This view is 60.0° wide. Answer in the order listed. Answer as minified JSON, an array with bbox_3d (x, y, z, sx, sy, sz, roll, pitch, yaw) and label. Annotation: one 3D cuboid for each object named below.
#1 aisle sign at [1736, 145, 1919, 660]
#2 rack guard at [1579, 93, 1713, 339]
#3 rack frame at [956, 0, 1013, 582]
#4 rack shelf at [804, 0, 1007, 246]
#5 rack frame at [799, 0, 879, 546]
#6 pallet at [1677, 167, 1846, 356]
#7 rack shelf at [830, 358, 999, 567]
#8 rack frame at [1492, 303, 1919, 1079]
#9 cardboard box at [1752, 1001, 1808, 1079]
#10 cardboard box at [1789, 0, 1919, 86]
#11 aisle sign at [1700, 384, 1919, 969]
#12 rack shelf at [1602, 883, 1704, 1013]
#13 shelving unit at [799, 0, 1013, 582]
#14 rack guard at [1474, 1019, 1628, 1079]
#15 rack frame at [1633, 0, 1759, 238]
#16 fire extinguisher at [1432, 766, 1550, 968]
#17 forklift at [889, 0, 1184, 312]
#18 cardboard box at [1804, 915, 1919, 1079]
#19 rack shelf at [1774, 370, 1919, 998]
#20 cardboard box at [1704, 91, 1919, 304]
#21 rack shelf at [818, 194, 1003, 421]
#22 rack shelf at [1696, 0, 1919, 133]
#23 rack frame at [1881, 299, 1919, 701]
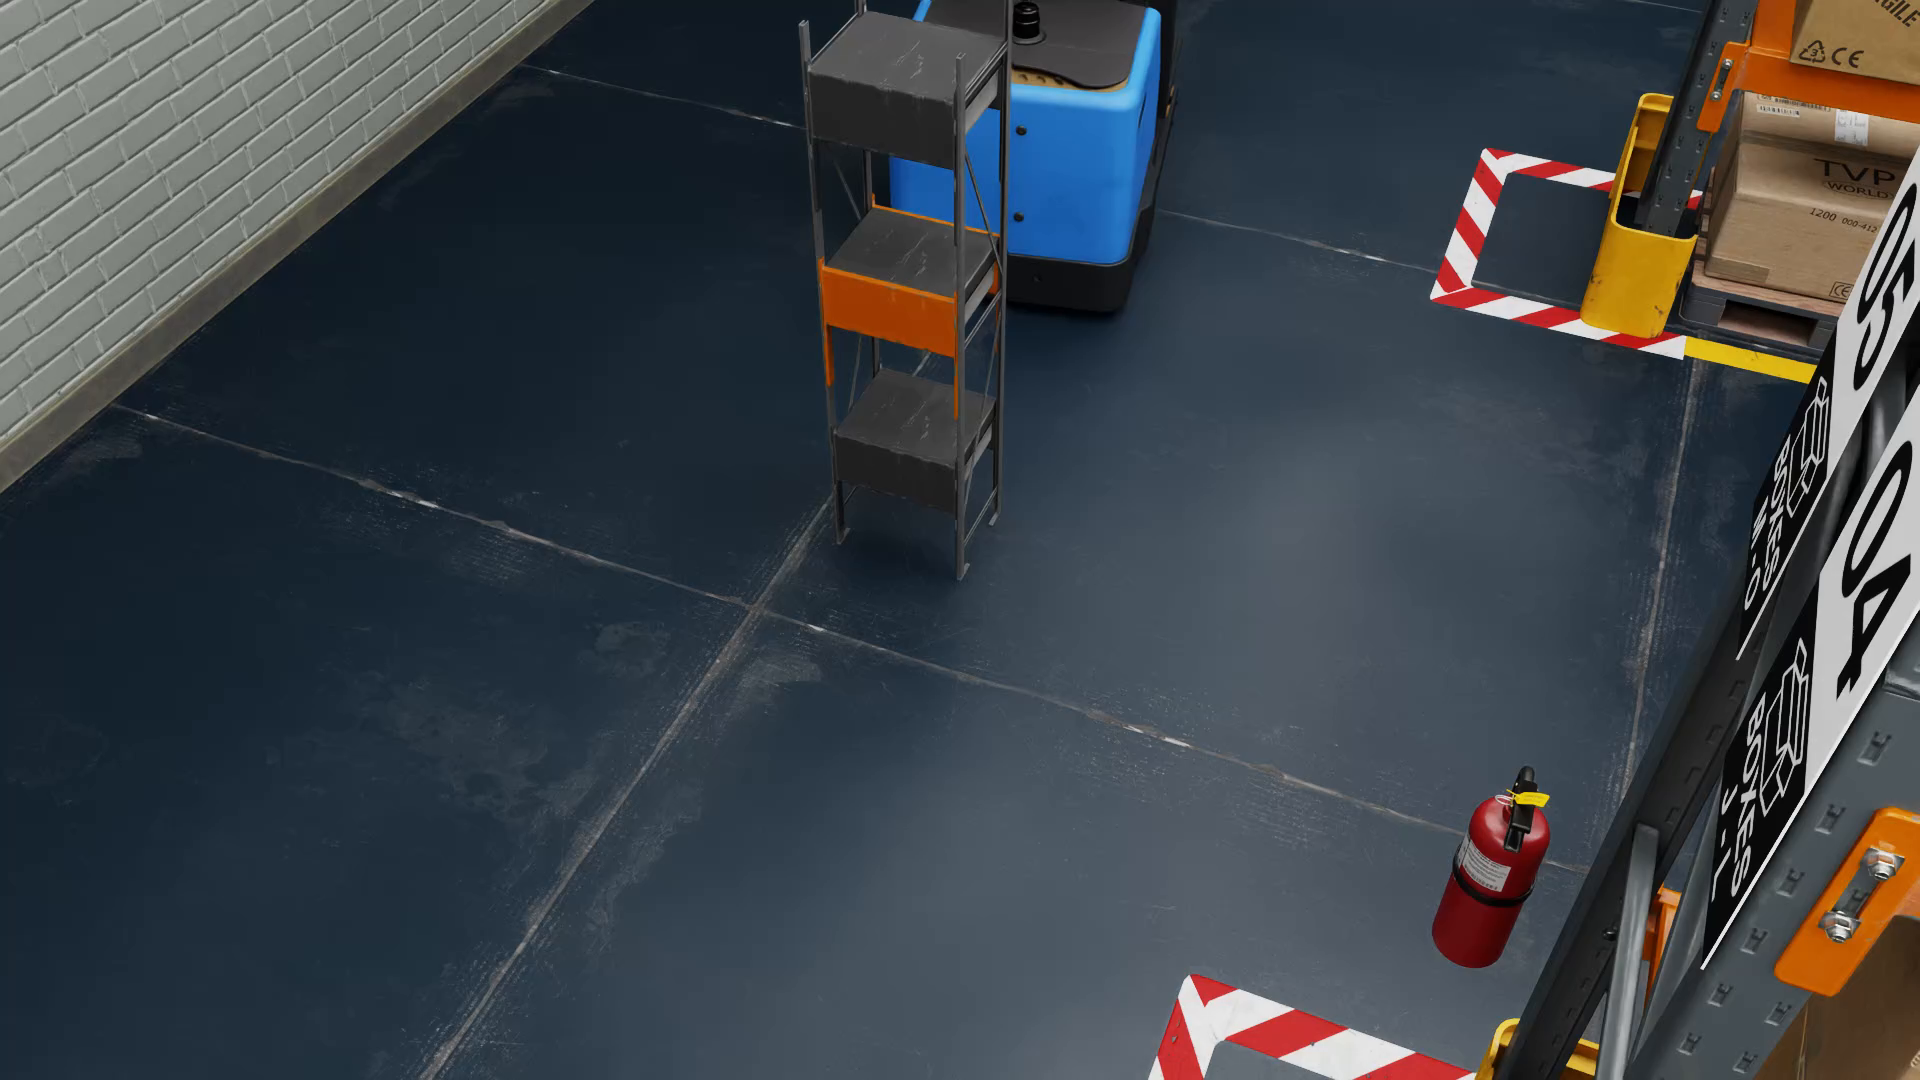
[{"bbox_3d":[1.313,-0.216,2.498,0.004,0.787,0.394,16,47,16],"label":"aisle sign"},{"bbox_3d":[3.055,-1.450,7.353,0.348,0.500,1.175,16,47,16],"label":"rack guard"},{"bbox_3d":[0.072,-0.723,5.488,0.015,2.100,0.400,16,47,16],"label":"rack frame"},{"bbox_3d":[-0.153,-1.276,5.070,0.480,0.518,0.431,16,47,16],"label":"rack shelf"},{"bbox_3d":[-0.378,-0.856,5.621,0.015,2.100,0.400,16,47,16],"label":"rack frame"},{"bbox_3d":[3.845,-1.175,7.281,1.213,0.211,1.003,16,47,16],"label":"pallet"},{"bbox_3d":[-0.153,-0.283,6.058,0.480,0.518,0.431,16,47,16],"label":"rack shelf"},{"bbox_3d":[1.264,0.920,3.198,0.127,3.000,1.000,16,47,16],"label":"rack frame"},{"bbox_3d":[1.572,1.081,2.755,0.500,0.500,0.500,19,48,18],"label":"cardboard box"},{"bbox_3d":[3.409,-2.047,6.110,0.500,0.500,0.500,16,47,16],"label":"cardboard box"},{"bbox_3d":[1.082,0.174,2.105,0.004,0.787,0.394,16,47,16],"label":"aisle sign"},{"bbox_3d":[3.110,1.719,2.906,4.000,0.370,1.077,16,47,16],"label":"rack shelf"},{"bbox_3d":[-0.153,-0.789,5.555,0.503,2.100,0.431,16,47,16],"label":"shelving unit"},{"bbox_3d":[1.335,1.827,4.059,0.348,0.500,1.175,16,47,16],"label":"rack guard"},{"bbox_3d":[3.077,-2.329,6.464,0.127,3.000,1.000,16,47,16],"label":"rack frame"},{"bbox_3d":[1.210,0.711,3.728,0.183,0.674,0.296,16,47,16],"label":"fire extinguisher"},{"bbox_3d":[0.489,-3.071,7.259,1.130,2.935,3.031,8,45,8],"label":"forklift"},{"bbox_3d":[1.577,0.720,2.409,0.500,0.500,0.500,16,47,16],"label":"cardboard box"},{"bbox_3d":[3.110,0.655,1.848,4.000,0.370,1.077,16,47,16],"label":"rack shelf"},{"bbox_3d":[3.725,-1.456,7.105,0.875,0.438,0.875,15,47,15],"label":"cardboard box"},{"bbox_3d":[-0.153,-0.780,5.564,0.480,0.518,0.431,16,47,16],"label":"rack shelf"},{"bbox_3d":[4.923,-1.531,6.172,4.000,0.370,1.077,16,47,16],"label":"rack shelf"},{"bbox_3d":[1.264,-1.206,1.082,0.127,3.000,1.000,16,47,16],"label":"rack frame"}]
